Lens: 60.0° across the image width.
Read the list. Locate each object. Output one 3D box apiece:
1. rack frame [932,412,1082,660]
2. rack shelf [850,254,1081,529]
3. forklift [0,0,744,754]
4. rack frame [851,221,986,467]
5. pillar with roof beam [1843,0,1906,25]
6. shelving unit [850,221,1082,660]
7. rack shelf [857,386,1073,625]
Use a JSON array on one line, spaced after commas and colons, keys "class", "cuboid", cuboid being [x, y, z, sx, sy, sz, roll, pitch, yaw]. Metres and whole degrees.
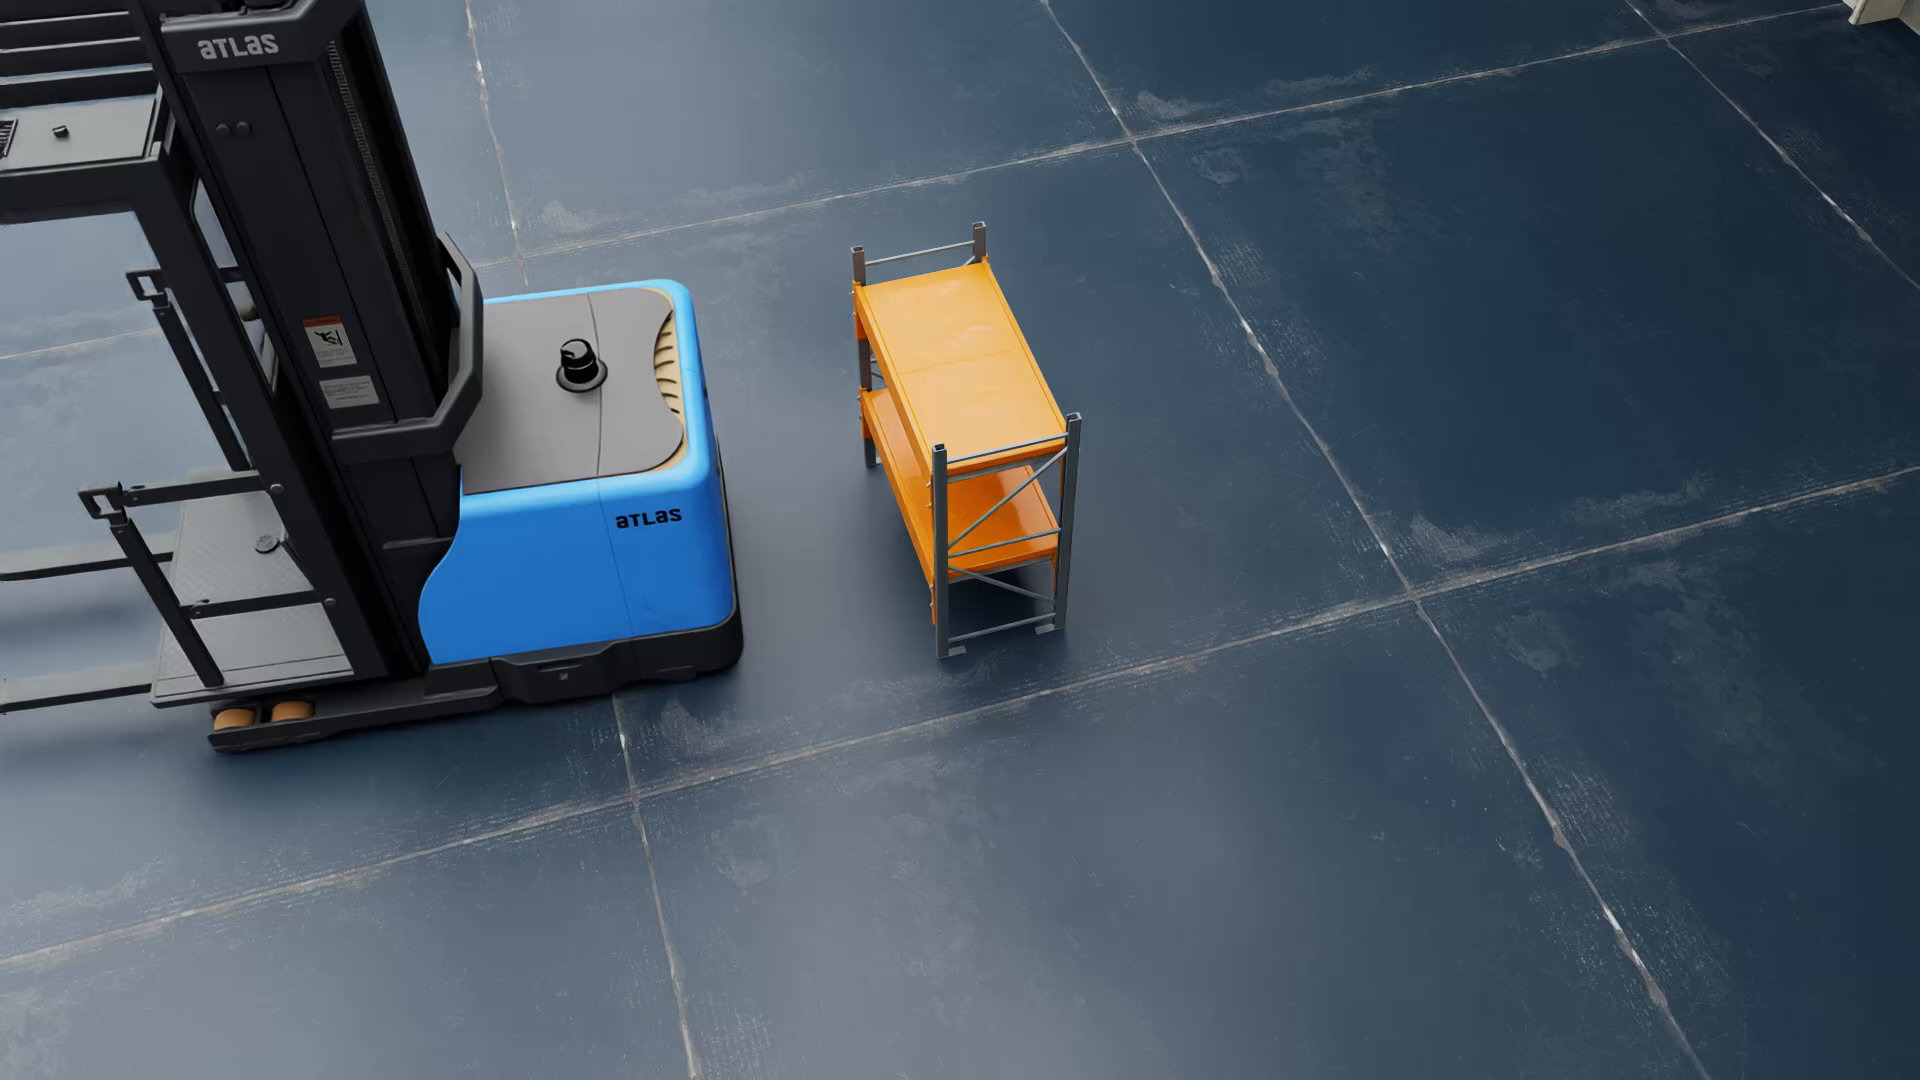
[{"class": "rack frame", "cuboid": [0.152, 0.014, 5.792, 0.500, 1.125, 0.032, -13, 51, -11]}, {"class": "rack shelf", "cuboid": [0.002, -0.546, 5.882, 0.538, 0.278, 1.000, -13, 51, -11]}, {"class": "forklift", "cuboid": [-2.363, -0.635, 5.158, 3.031, 2.935, 1.130, -8, 50, -7]}, {"class": "rack frame", "cuboid": [-0.148, -0.729, 6.418, 0.500, 1.125, 0.032, -13, 51, -11]}, {"class": "pillar with roof beam", "cuboid": [0.734, -4.844, 4.738, 9.100, 9.000, 0.400, -13, 51, -11]}, {"class": "shelving unit", "cuboid": [0.002, -0.358, 6.105, 0.538, 1.125, 1.048, -13, 51, -11]}, {"class": "rack shelf", "cuboid": [0.002, -0.200, 6.292, 0.538, 0.278, 1.000, -13, 51, -11]}]
